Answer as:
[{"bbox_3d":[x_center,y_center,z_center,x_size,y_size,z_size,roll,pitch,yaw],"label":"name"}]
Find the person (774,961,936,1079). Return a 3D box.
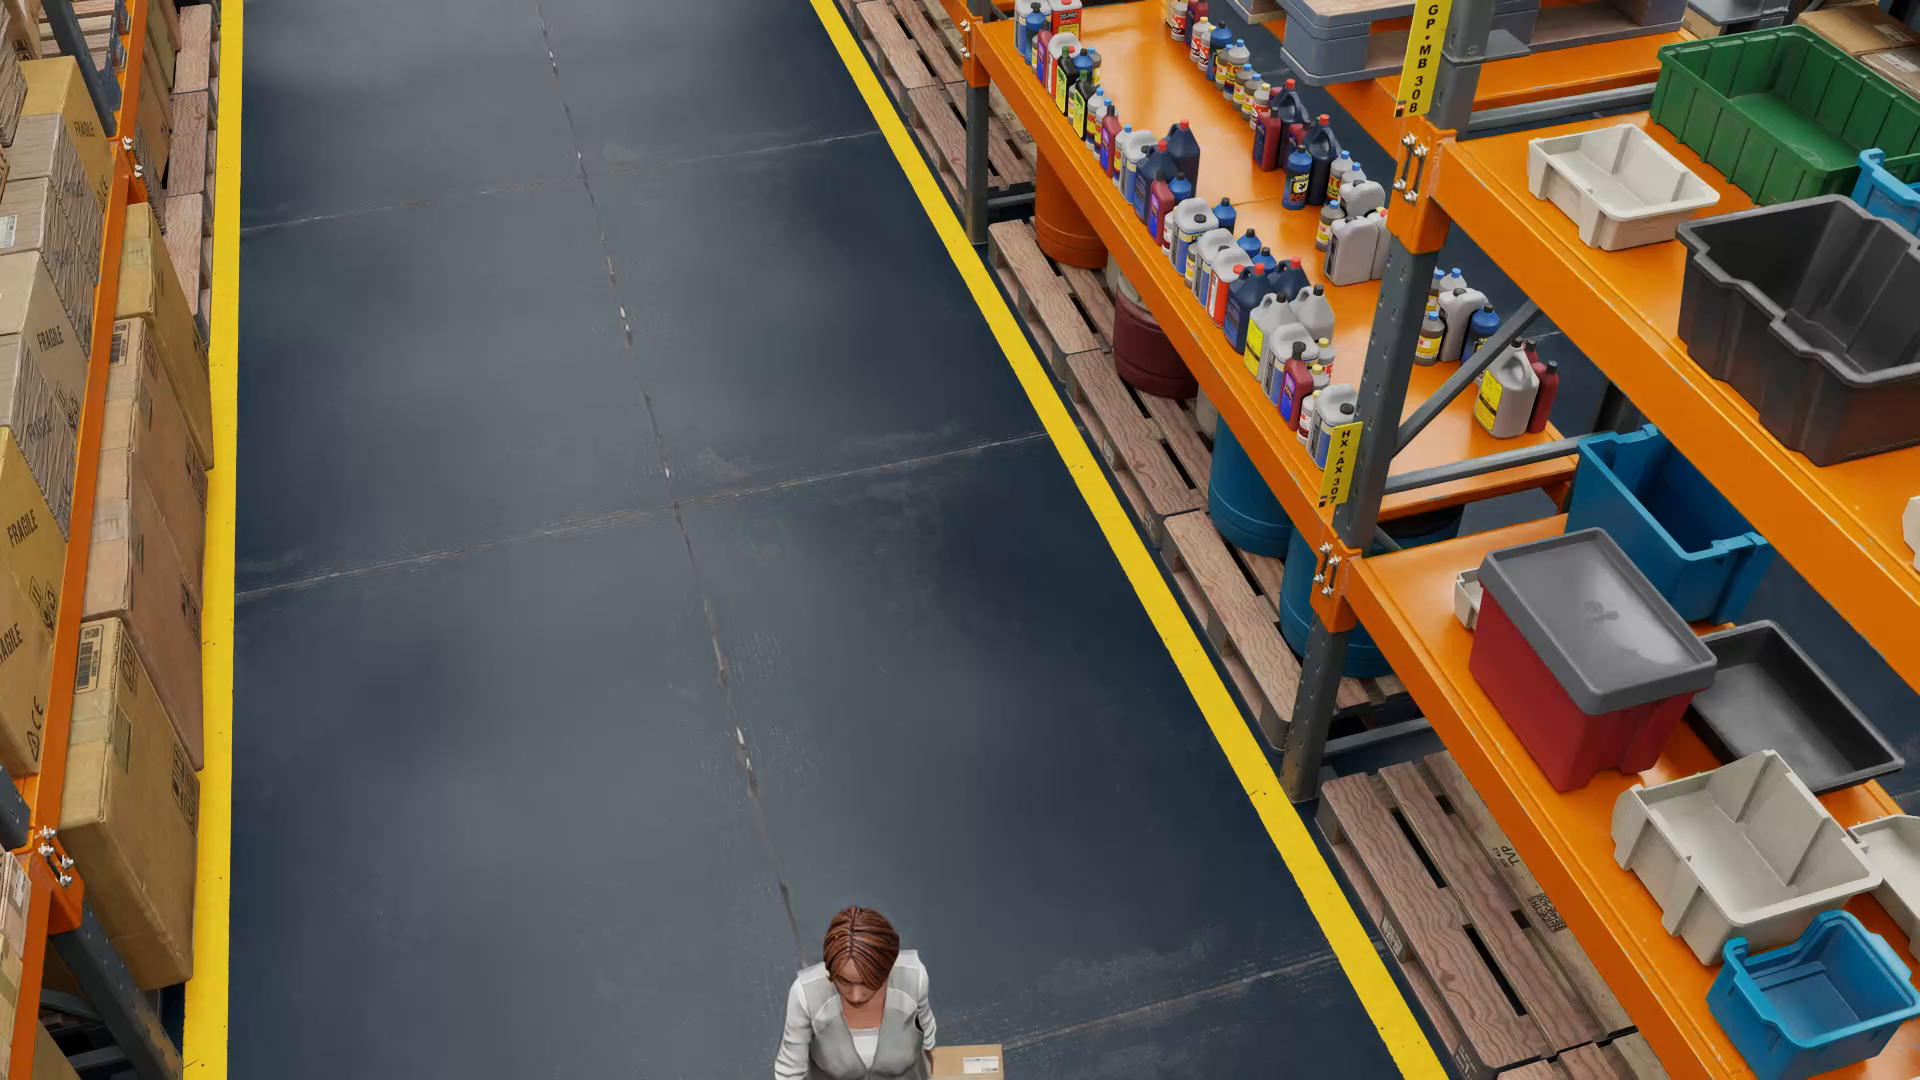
[{"bbox_3d":[-0.275,1.315,4.375,0.431,0.538,0.289,-2,43,-2],"label":"person"}]
